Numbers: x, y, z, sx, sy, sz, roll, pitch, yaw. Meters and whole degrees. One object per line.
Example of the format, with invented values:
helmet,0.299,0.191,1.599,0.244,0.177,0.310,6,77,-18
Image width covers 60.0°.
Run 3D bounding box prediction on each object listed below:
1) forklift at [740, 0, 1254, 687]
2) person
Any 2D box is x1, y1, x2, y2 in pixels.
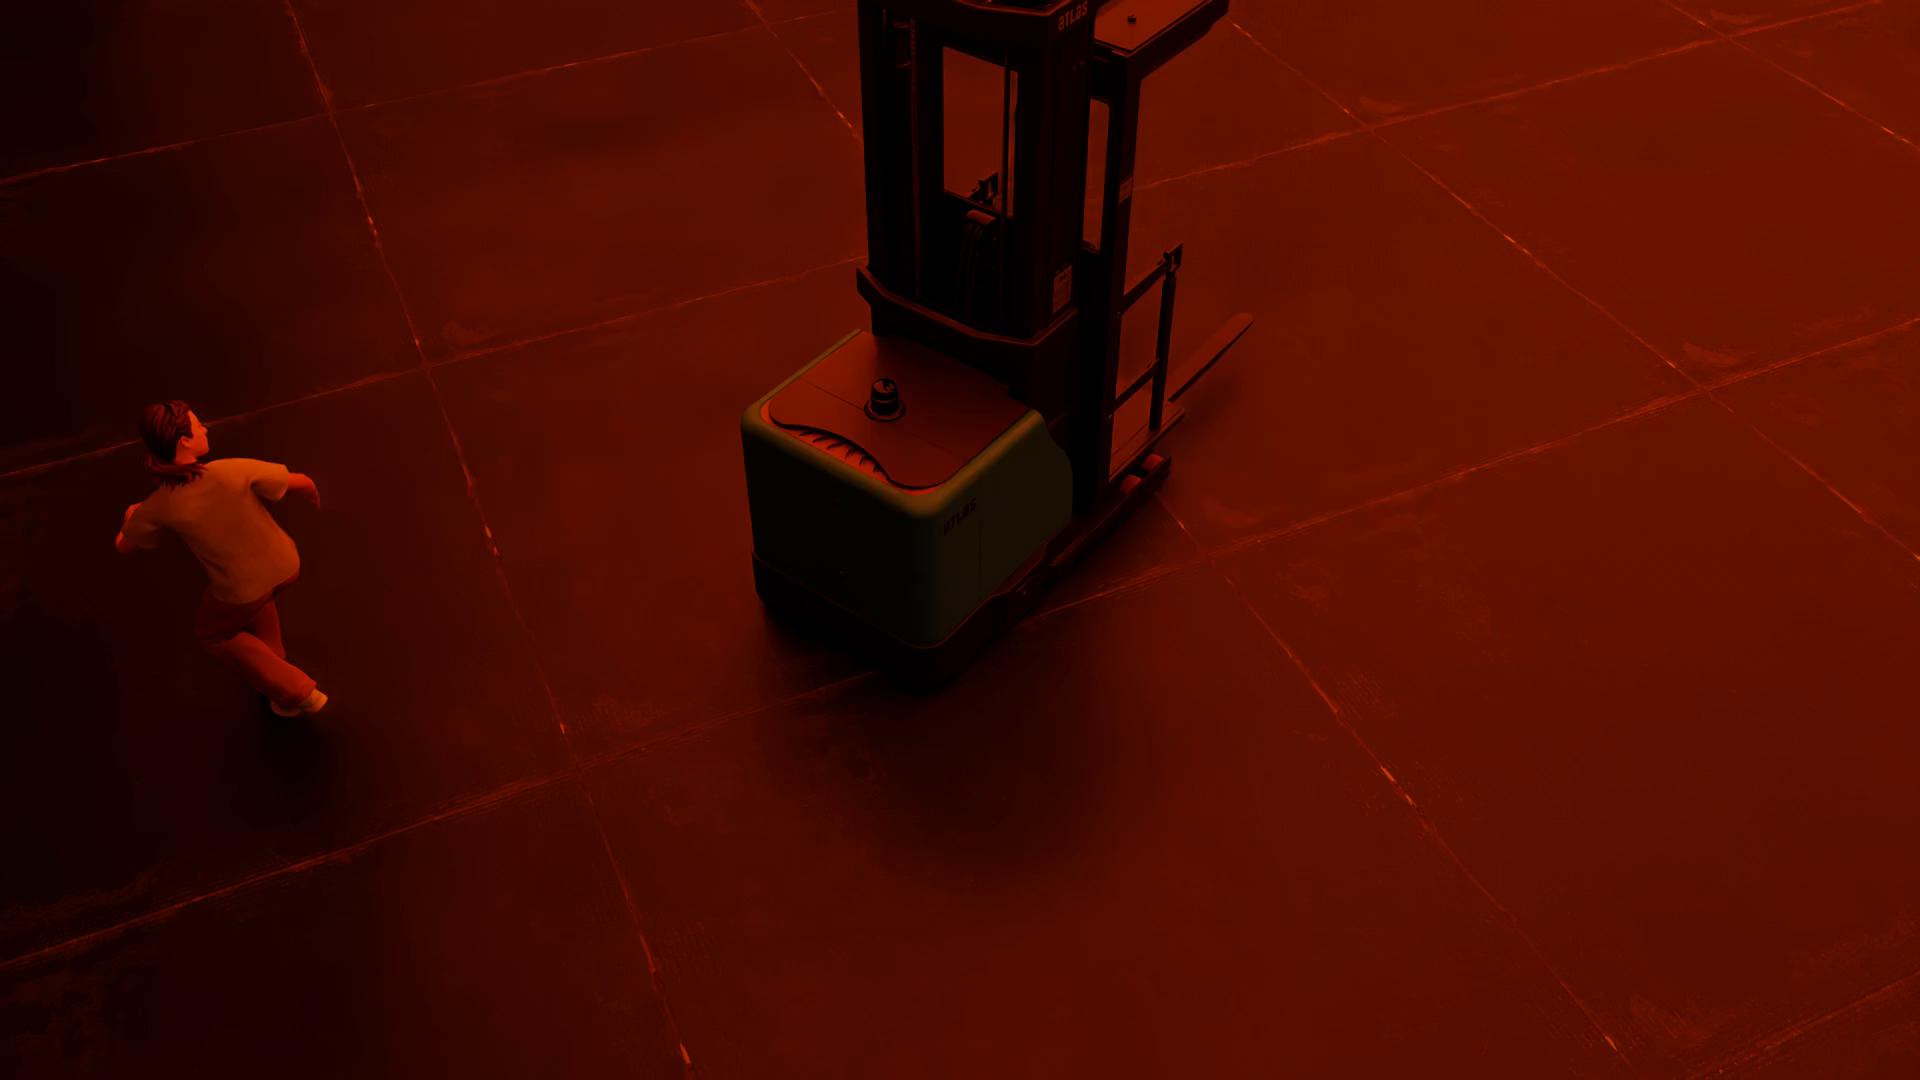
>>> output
forklift,0.369,-1.403,7.184,1.130,2.935,3.031,27,50,26
person,-2.891,0.047,6.644,0.749,1.551,0.774,32,52,29
